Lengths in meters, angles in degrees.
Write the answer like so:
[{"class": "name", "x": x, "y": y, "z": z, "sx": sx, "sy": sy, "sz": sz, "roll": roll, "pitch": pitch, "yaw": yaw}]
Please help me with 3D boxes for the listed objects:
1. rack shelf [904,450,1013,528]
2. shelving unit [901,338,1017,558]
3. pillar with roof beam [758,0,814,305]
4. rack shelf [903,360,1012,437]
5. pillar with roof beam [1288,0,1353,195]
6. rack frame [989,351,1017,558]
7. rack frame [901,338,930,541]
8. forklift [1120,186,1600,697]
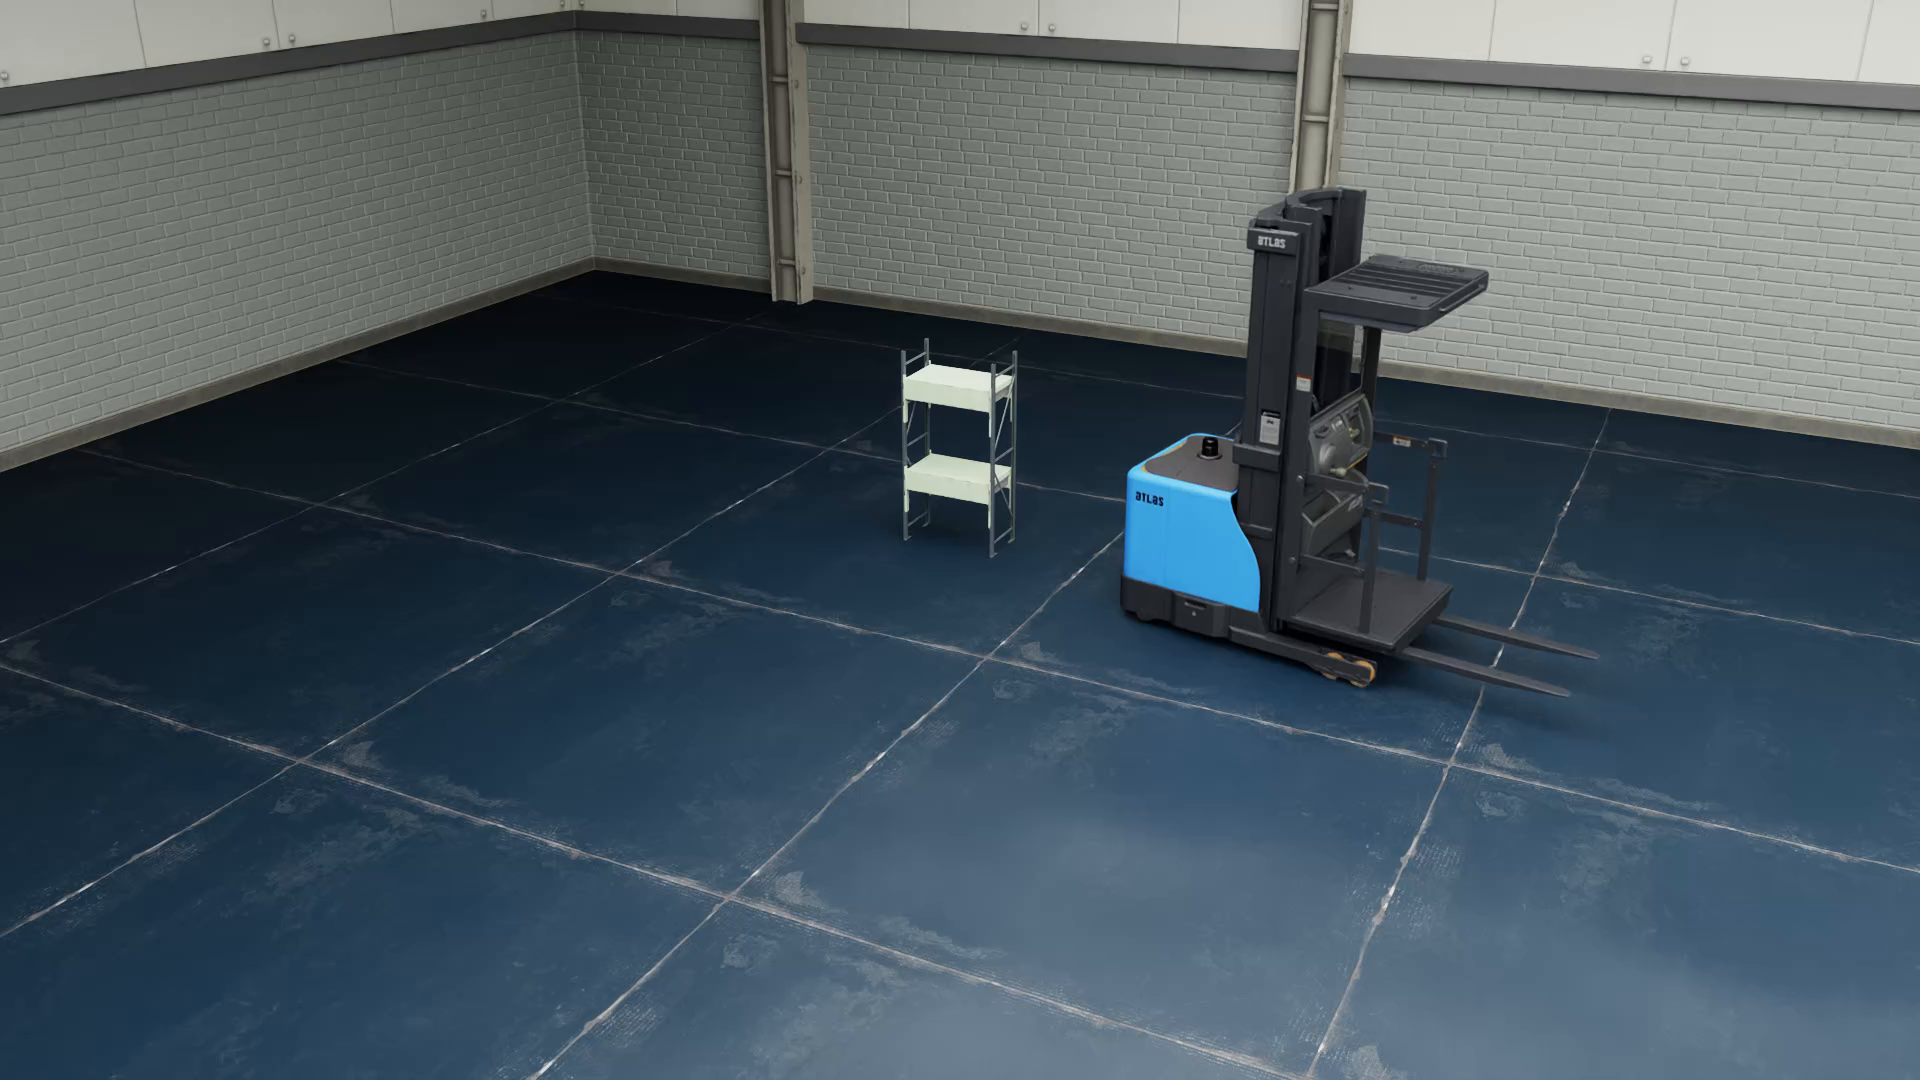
[{"class": "rack shelf", "x": -0.006, "y": -0.391, "z": 12.587, "sx": 0.720, "sy": 0.370, "sz": 0.431, "roll": 11, "pitch": 25, "yaw": 25}, {"class": "shelving unit", "x": -0.006, "y": -0.691, "z": 12.459, "sx": 0.755, "sy": 1.500, "sz": 0.431, "roll": 11, "pitch": 25, "yaw": 25}, {"class": "pillar with roof beam", "x": -3.880, "y": -5.430, "z": 14.019, "sx": 0.400, "sy": 9.000, "sz": 9.100, "roll": 11, "pitch": 25, "yaw": 25}, {"class": "rack shelf", "x": -0.006, "y": -1.050, "z": 12.307, "sx": 0.720, "sy": 0.370, "sz": 0.431, "roll": 11, "pitch": 25, "yaw": 25}, {"class": "pillar with roof beam", "x": 1.474, "y": -4.370, "z": 11.528, "sx": 0.400, "sy": 9.000, "sz": 9.100, "roll": 11, "pitch": 25, "yaw": 25}, {"class": "rack frame", "x": 0.321, "y": -0.627, "z": 12.307, "sx": 0.023, "sy": 1.500, "sz": 0.400, "roll": 11, "pitch": 25, "yaw": 25}, {"class": "rack frame", "x": -0.333, "y": -0.756, "z": 12.611, "sx": 0.023, "sy": 1.500, "sz": 0.400, "roll": 11, "pitch": 25, "yaw": 25}, {"class": "forklift", "x": 2.604, "y": -0.651, "z": 10.537, "sx": 3.031, "sy": 2.935, "sz": 1.130, "roll": 15, "pitch": 27, "yaw": 32}]
